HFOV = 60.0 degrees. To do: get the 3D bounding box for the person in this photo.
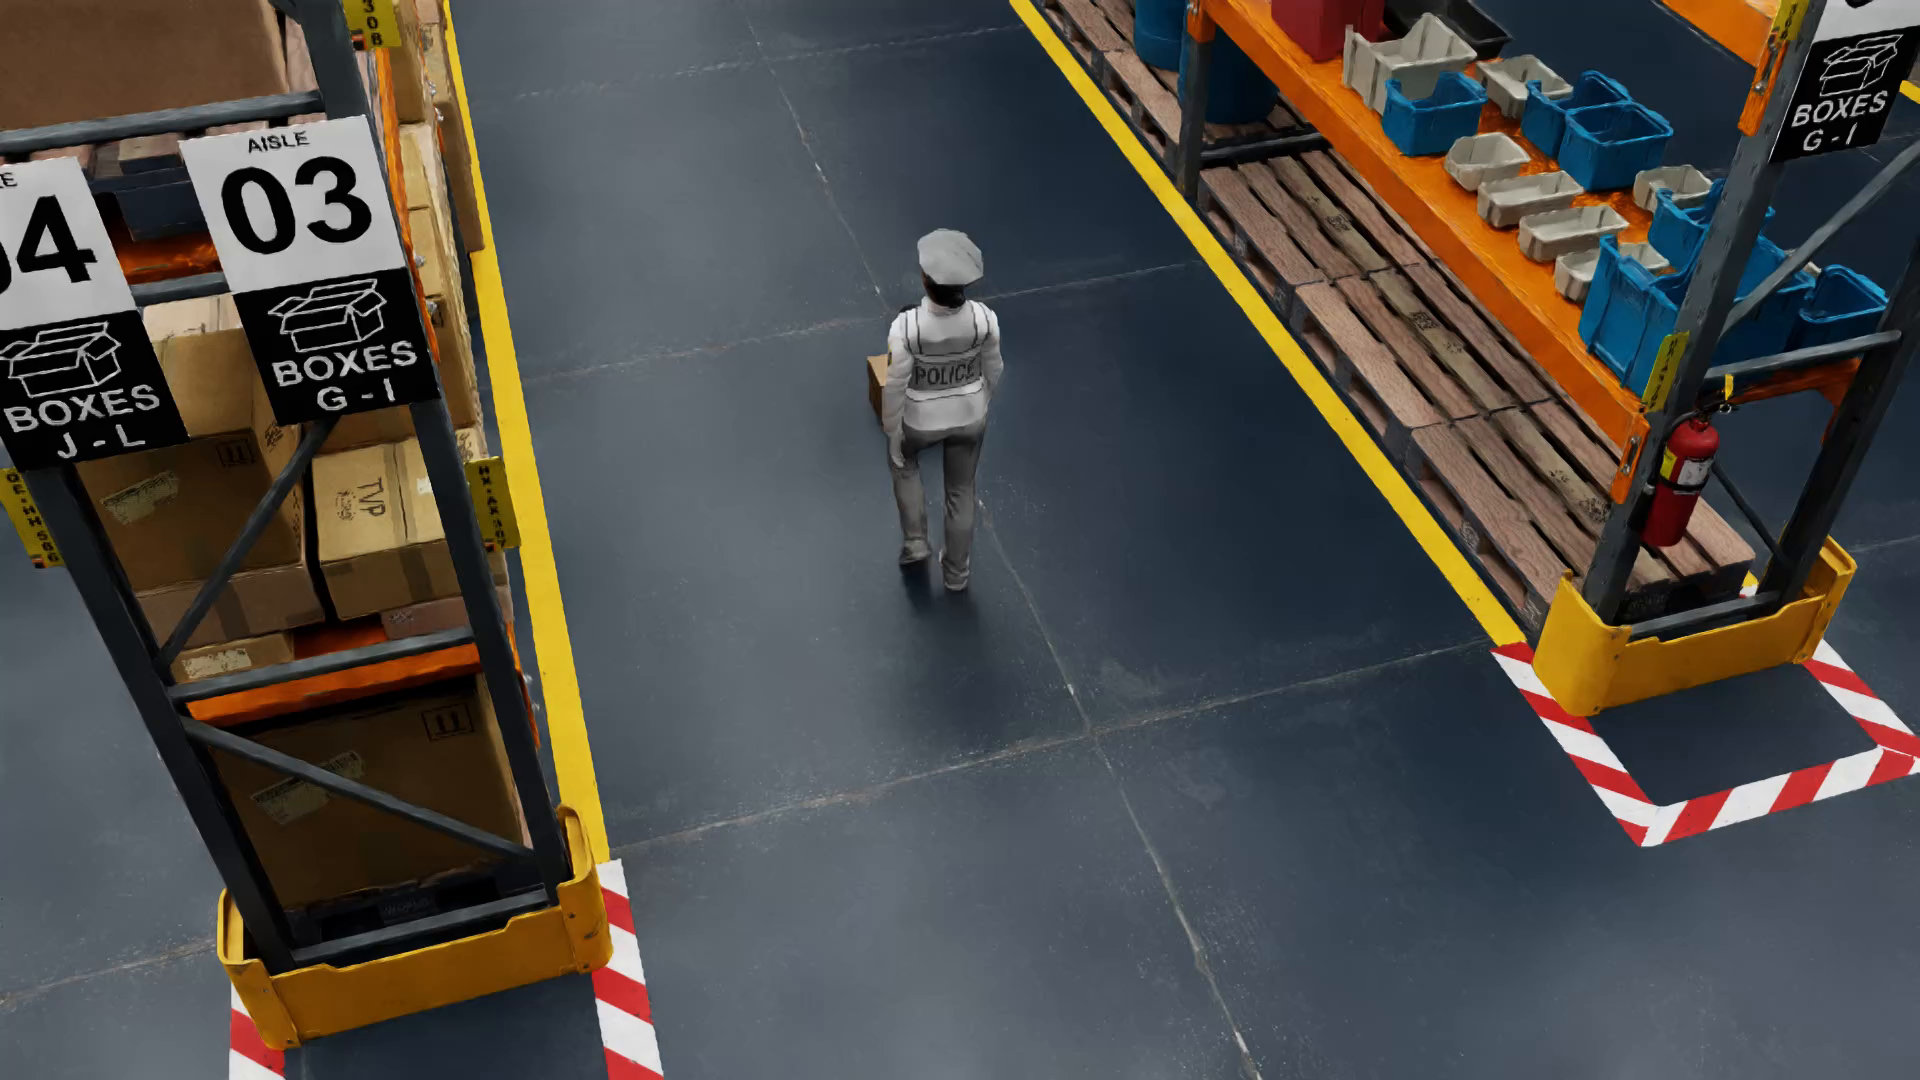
[{"bbox_3d":[-0.078,-0.506,6.685,0.501,1.726,0.449,-6,43,-7],"label":"person"}]
